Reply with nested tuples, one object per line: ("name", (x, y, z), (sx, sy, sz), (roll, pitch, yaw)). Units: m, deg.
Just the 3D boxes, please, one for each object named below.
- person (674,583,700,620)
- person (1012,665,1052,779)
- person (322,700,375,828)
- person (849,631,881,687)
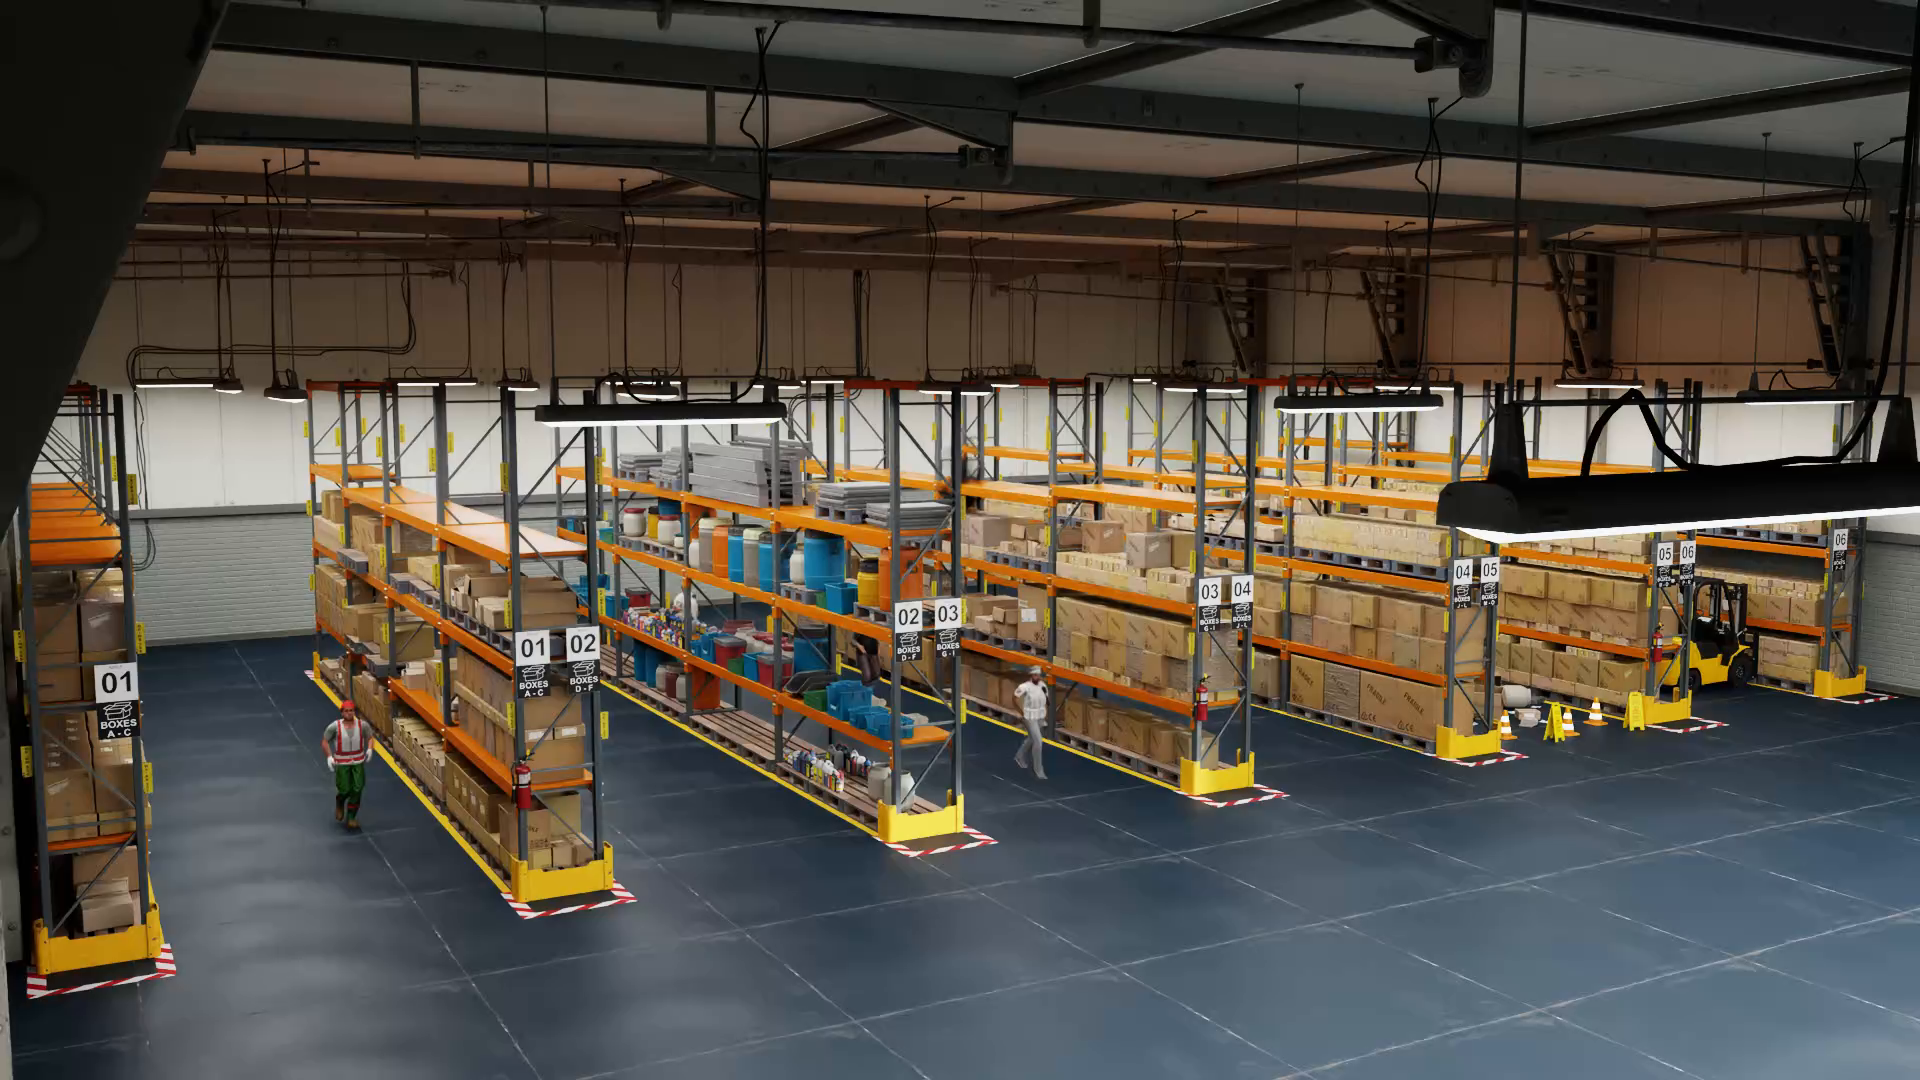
("person", (-5.864, 1.724, 35.753), (0.624, 1.696, 0.627), (-4, 8, -36))
("person", (1.134, 2.779, 25.652), (0.553, 1.742, 0.799), (-5, 8, -39))
("person", (-8.325, 3.049, 22.724), (0.673, 1.751, 0.590), (-4, 7, -32))
("person", (-1.762, 2.200, 31.378), (0.656, 1.601, 0.606), (-3, 7, -30))
